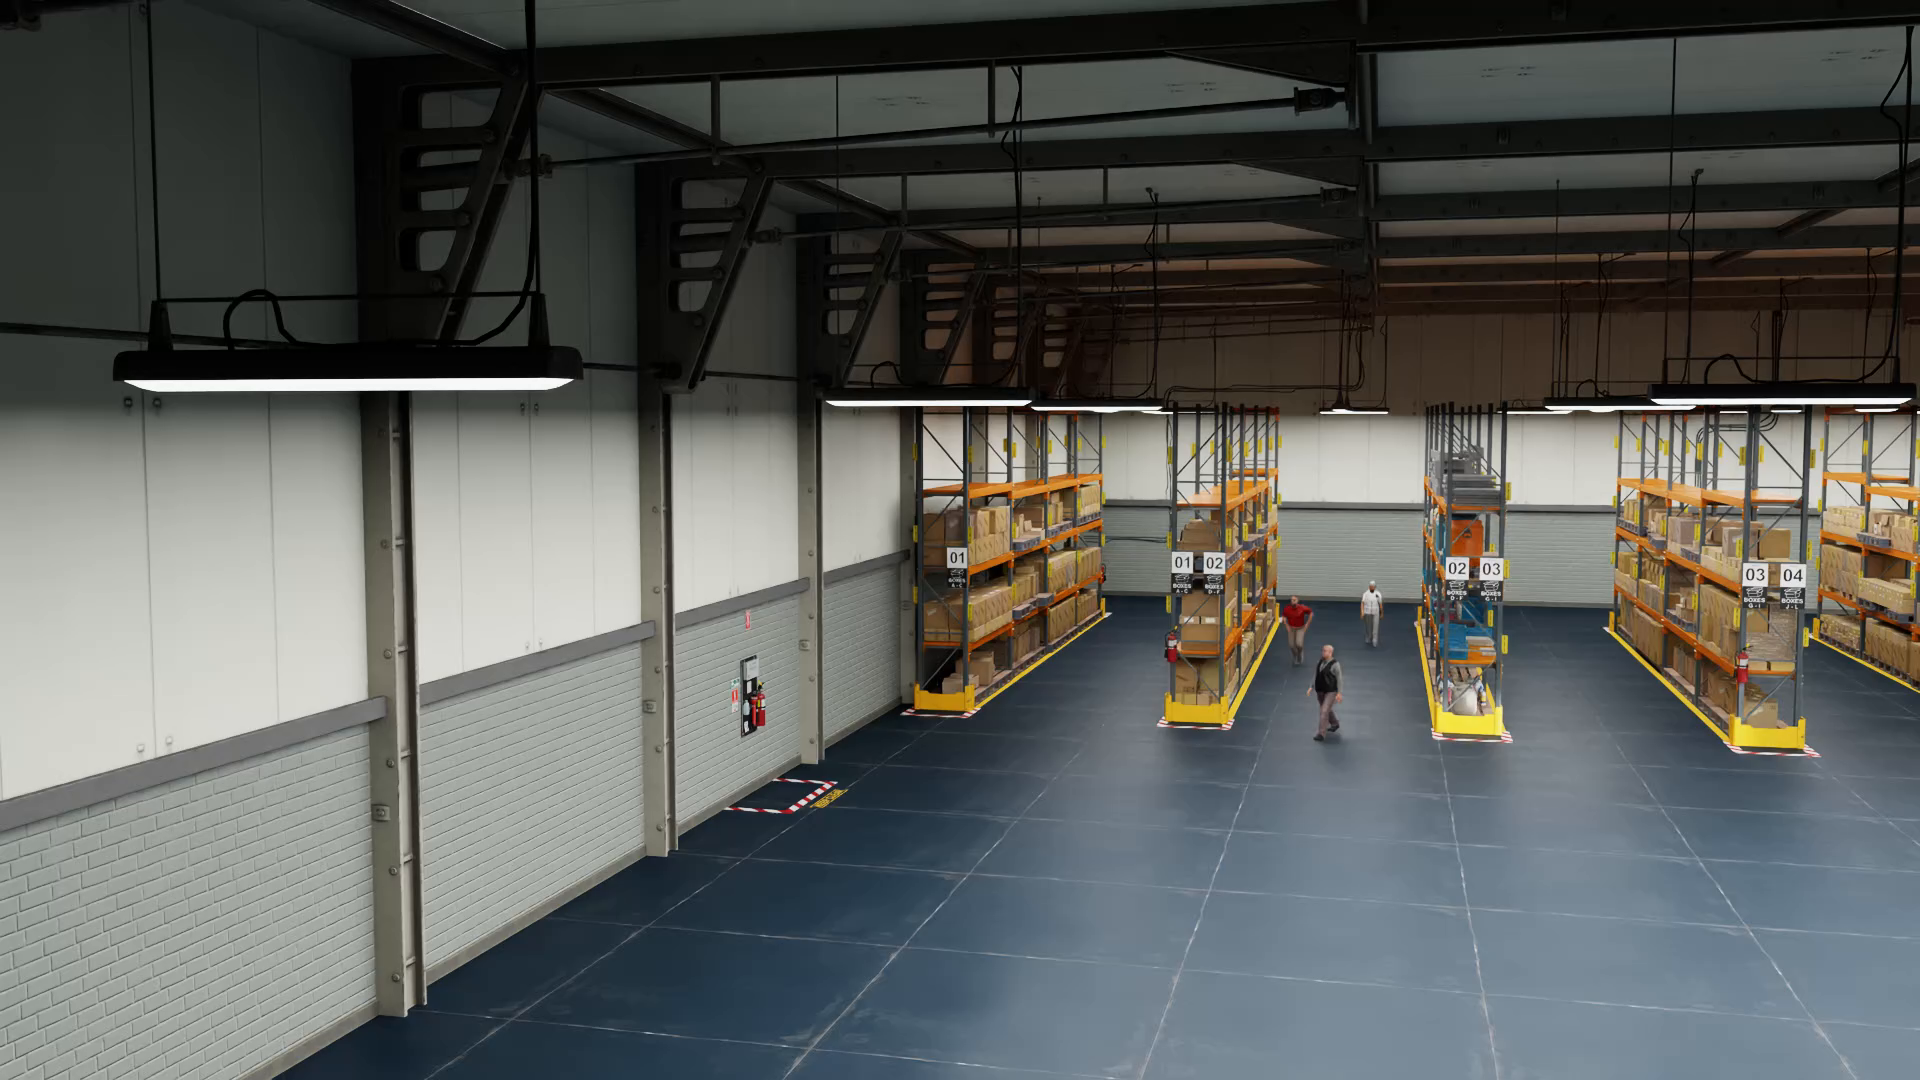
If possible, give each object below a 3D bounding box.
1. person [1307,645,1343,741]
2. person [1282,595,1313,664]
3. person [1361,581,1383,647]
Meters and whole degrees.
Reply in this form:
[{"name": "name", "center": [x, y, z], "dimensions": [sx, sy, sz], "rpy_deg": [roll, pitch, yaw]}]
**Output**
[{"name": "person", "center": [6.522, 2.694, 29.547], "dimensions": [1.089, 1.670, 0.601], "rpy_deg": [-4, 6, -45]}, {"name": "person", "center": [7.793, 2.075, 38.390], "dimensions": [0.709, 1.638, 0.722], "rpy_deg": [2, 5, 23]}, {"name": "person", "center": [10.317, 1.834, 41.647], "dimensions": [0.553, 1.600, 1.053], "rpy_deg": [1, 4, 13]}]
